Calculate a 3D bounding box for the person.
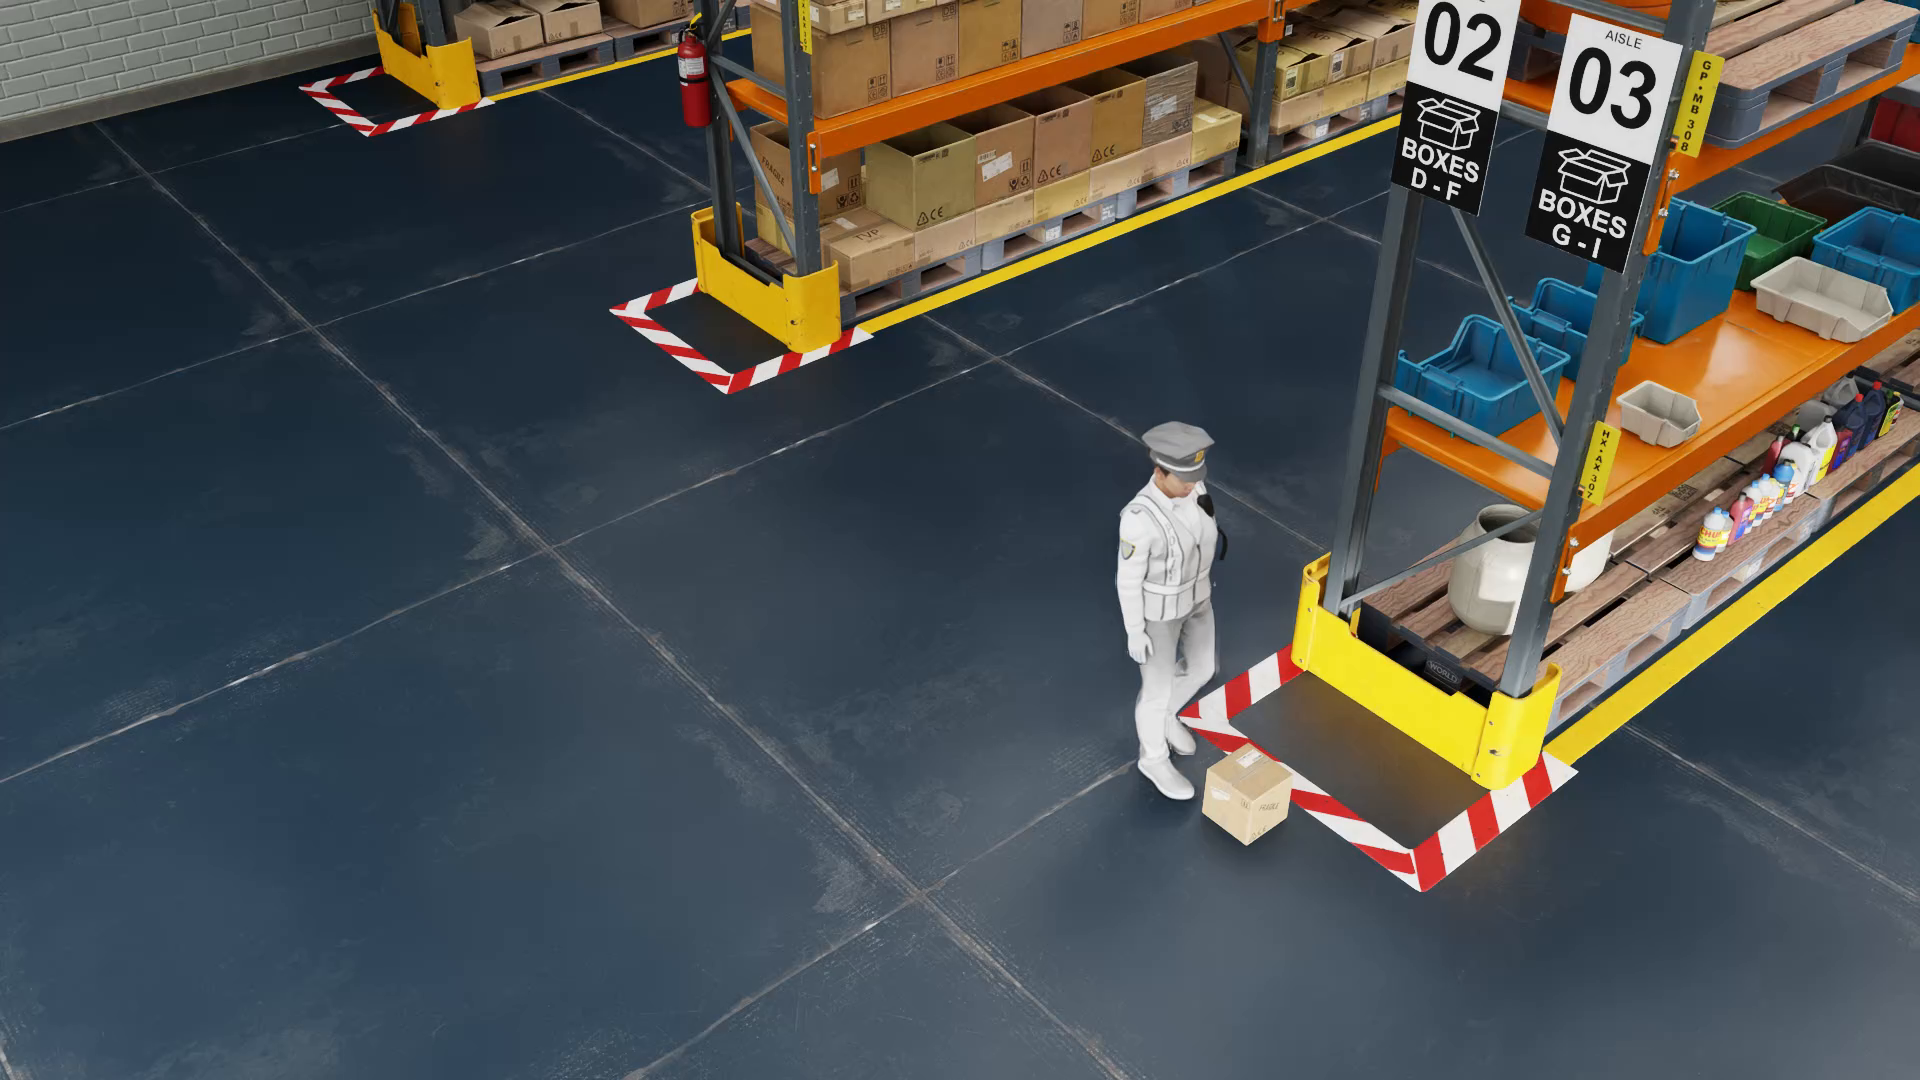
[{"bbox_3d":[0.867,0.309,6.662,0.412,1.722,0.504,29,45,34],"label":"person"}]
